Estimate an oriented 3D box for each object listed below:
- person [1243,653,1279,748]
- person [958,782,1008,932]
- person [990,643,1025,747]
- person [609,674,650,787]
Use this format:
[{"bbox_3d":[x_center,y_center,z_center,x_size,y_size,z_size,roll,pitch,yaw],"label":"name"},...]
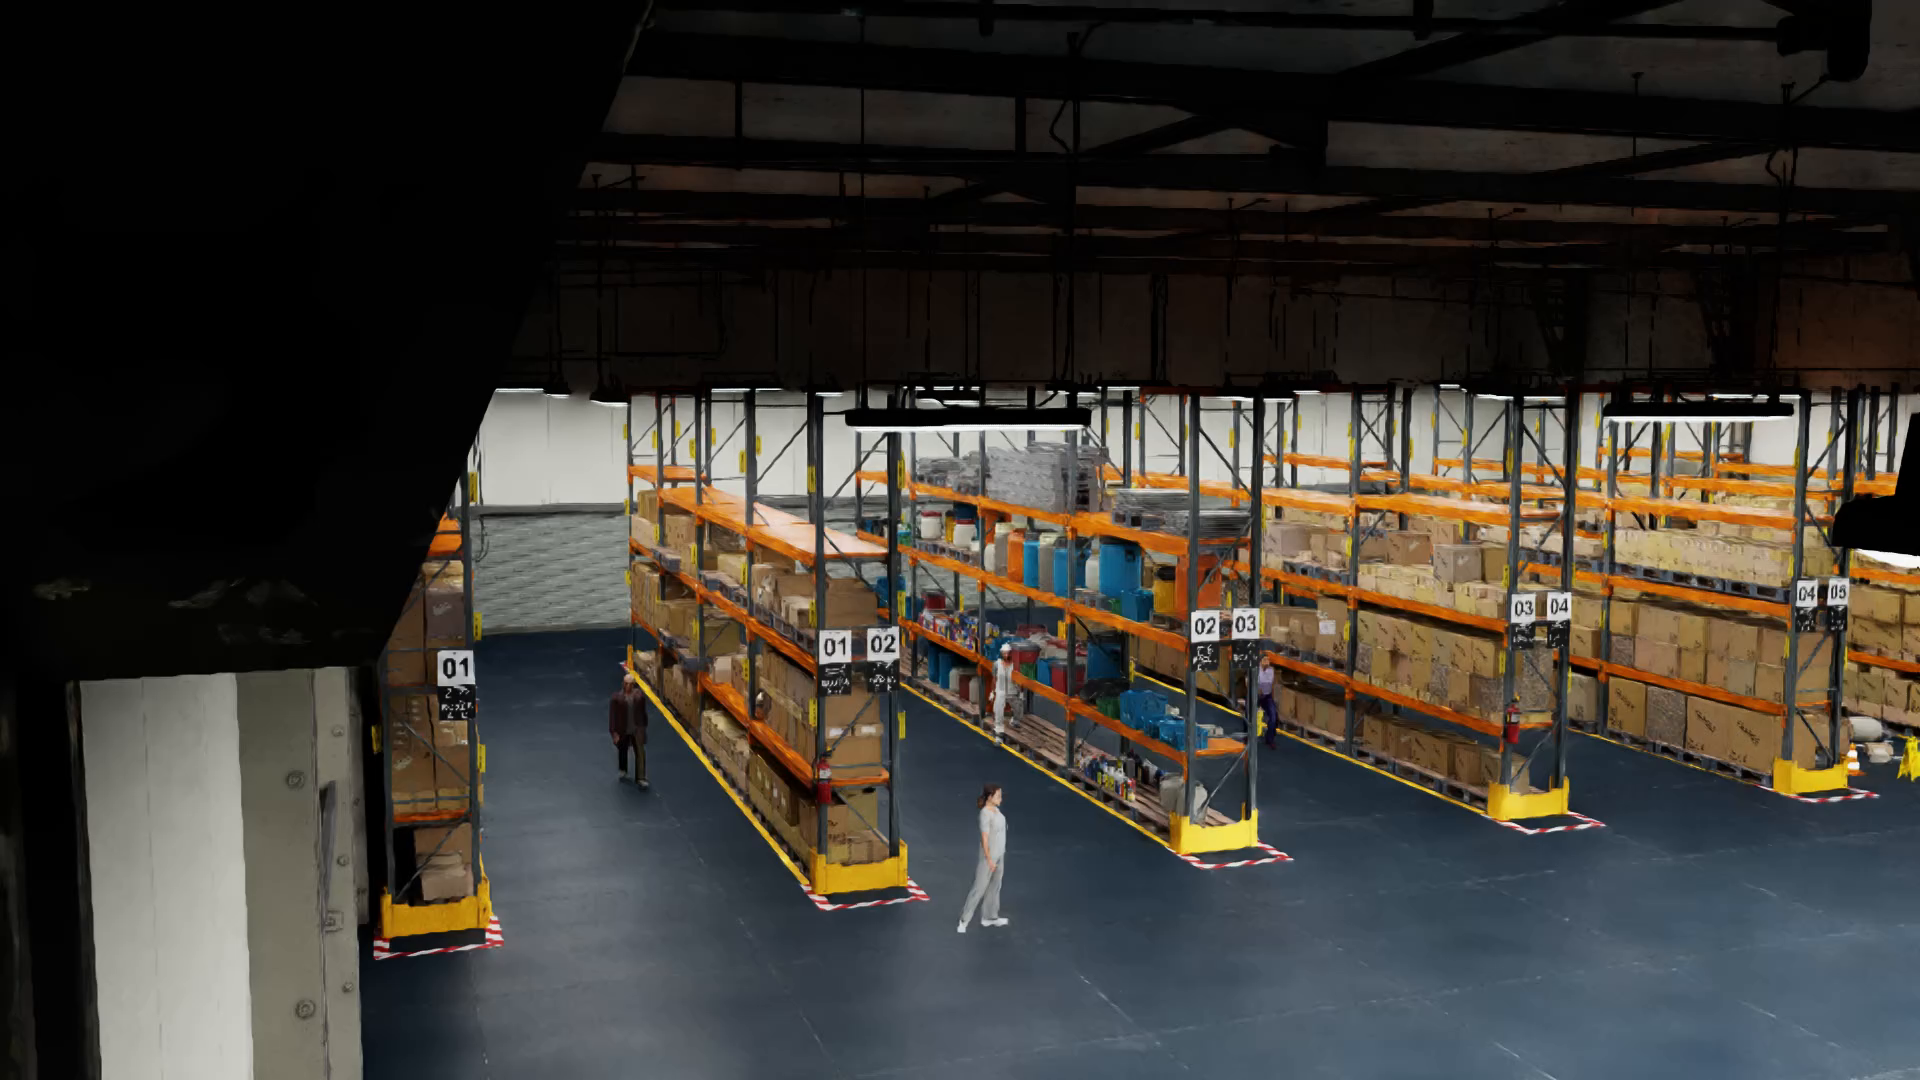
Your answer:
[{"bbox_3d":[5.061,2.662,27.974,0.628,1.583,0.828,-1,6,-14],"label":"person"},{"bbox_3d":[0.241,3.577,18.731,0.467,1.666,0.643,3,7,25],"label":"person"},{"bbox_3d":[0.791,2.586,27.980,0.593,1.743,0.974,0,6,2],"label":"person"},{"bbox_3d":[-5.024,2.863,25.248,0.598,1.698,1.193,-2,6,-17],"label":"person"}]
